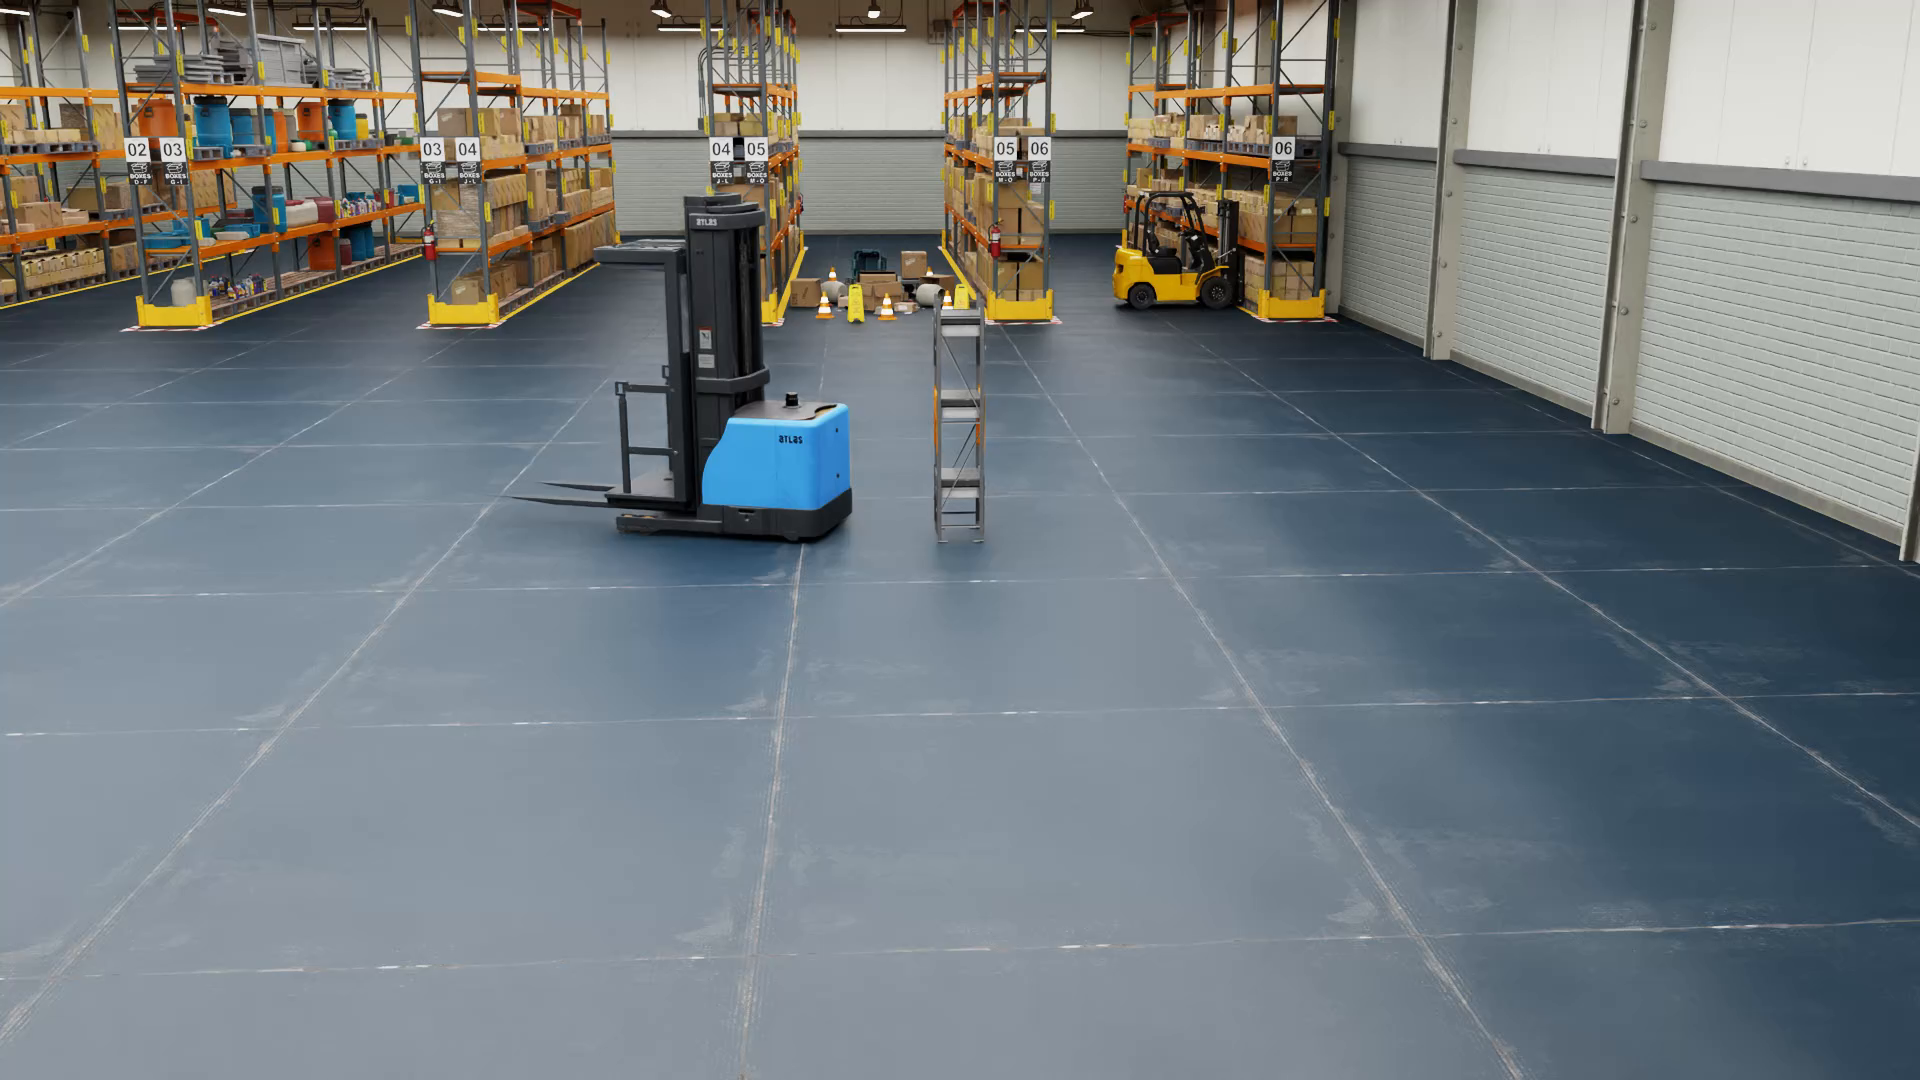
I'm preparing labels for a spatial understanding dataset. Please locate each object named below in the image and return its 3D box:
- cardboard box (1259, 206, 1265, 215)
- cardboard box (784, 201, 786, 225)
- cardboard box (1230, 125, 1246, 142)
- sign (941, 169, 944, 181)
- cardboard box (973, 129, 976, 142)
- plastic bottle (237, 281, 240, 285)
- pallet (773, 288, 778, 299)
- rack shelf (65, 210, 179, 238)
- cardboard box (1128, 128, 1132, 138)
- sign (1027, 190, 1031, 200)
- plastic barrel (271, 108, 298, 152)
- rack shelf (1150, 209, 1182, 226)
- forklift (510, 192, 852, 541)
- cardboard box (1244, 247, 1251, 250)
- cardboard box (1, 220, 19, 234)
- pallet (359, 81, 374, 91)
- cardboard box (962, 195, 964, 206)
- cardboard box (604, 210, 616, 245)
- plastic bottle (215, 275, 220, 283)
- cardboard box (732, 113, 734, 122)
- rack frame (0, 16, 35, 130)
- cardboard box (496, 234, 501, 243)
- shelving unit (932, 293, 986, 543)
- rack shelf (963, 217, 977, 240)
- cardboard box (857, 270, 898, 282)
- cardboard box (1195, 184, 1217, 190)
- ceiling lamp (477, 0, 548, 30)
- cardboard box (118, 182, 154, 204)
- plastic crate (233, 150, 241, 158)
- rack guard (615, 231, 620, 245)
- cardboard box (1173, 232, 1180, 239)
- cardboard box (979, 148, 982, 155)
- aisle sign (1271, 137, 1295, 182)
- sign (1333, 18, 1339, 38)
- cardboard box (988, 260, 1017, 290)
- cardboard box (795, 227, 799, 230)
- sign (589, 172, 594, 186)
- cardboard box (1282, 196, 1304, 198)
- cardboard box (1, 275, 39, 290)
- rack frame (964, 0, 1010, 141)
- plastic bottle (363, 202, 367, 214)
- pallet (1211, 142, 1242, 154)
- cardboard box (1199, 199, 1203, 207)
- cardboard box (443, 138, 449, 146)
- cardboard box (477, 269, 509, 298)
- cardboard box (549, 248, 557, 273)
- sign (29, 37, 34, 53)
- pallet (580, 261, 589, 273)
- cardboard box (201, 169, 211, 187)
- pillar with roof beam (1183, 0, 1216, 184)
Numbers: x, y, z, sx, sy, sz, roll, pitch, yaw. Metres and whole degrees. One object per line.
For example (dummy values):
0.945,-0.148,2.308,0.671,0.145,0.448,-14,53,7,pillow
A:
5.696,-6.043,30.492,0.380,0.149,0.250,-1,14,-3,cardboard box
-3.949,-6.911,35.166,0.500,0.500,0.500,-1,14,-3,cardboard box
5.603,-7.981,32.642,0.500,0.311,0.500,-1,14,-2,cardboard box
-0.457,-9.888,45.041,0.100,0.325,0.005,-1,14,-3,sign
0.642,-8.713,36.150,0.700,0.500,0.500,-1,14,-3,cardboard box
-13.734,-4.795,31.711,0.061,0.283,0.133,-1,14,-3,plastic bottle
-4.124,-4.811,32.800,1.003,0.211,1.213,-1,14,-3,pallet
-19.309,-7.292,38.291,1.077,0.370,4.000,-1,14,-3,rack shelf
4.806,-10.924,44.650,0.500,0.250,0.500,-1,14,-4,cardboard box
1.382,-6.883,33.519,0.100,0.325,0.005,-1,14,-3,sign
-14.407,-8.706,35.318,0.600,0.901,0.600,0,14,0,plastic barrel
5.423,-7.674,39.777,1.077,0.370,4.000,-1,14,-3,rack shelf
-2.561,-1.587,14.811,3.031,2.935,1.130,4,15,14,forklift
6.019,-5.767,33.590,0.500,0.250,0.500,-1,14,-2,cardboard box
-19.011,-6.197,32.893,0.500,0.250,0.500,0,14,0,cardboard box
-14.407,-10.628,38.956,1.003,0.211,1.213,-1,14,-3,pallet
0.310,-7.734,37.862,0.500,0.250,0.500,-1,14,-4,cardboard box
-9.674,-8.301,44.190,0.875,0.875,0.875,-1,14,-3,cardboard box
-14.357,-4.947,32.165,0.144,0.351,0.185,0,14,-2,plastic bottle
-4.235,-7.530,29.613,0.380,0.149,0.250,-1,14,-3,cardboard box
-24.625,-11.960,42.952,1.000,3.000,0.127,-1,14,-3,rack frame
-8.623,-5.507,30.415,0.380,0.149,0.250,-1,14,-3,cardboard box
-0.010,-1.058,14.425,0.431,2.100,0.503,-1,14,-3,shelving unit
0.717,-6.602,35.610,1.077,0.370,4.000,-1,14,-3,rack shelf
-1.613,-4.945,32.464,0.797,0.637,0.503,-1,14,-3,cardboard box
5.671,-7.908,38.197,0.500,0.500,0.500,0,14,-1,cardboard box
-12.389,-15.647,45.565,2.000,3.185,0.800,-1,14,-3,ceiling lamp
-19.627,-8.268,39.598,0.700,0.500,0.500,-6,16,-22,cardboard box
-13.490,-7.156,30.827,0.243,0.136,0.396,-1,14,-3,plastic crate
-9.795,-8.080,44.926,1.175,0.500,0.348,-1,14,-3,rack guard
5.257,-7.213,39.413,0.380,0.149,0.250,-1,14,-4,cardboard box
0.574,-7.637,32.672,0.380,0.149,0.250,-1,14,-3,cardboard box
5.754,-6.774,29.617,0.394,0.787,0.004,-1,14,-3,aisle sign
6.597,-8.977,29.165,0.100,0.325,0.005,-1,14,-3,sign
0.779,-4.888,30.676,0.500,0.500,0.500,-1,14,-3,cardboard box
-4.450,-8.193,44.034,0.380,0.149,0.250,-1,14,-5,cardboard box
-9.004,-8.823,40.632,0.100,0.325,0.005,-1,14,-3,sign
6.222,-6.322,30.978,0.380,0.149,0.250,-1,14,-3,cardboard box
-18.715,-5.124,33.096,0.500,0.250,0.500,-1,14,-5,cardboard box
0.593,-10.353,36.706,1.000,3.000,0.127,-1,14,-3,rack frame
-14.088,-7.844,39.241,0.152,0.276,0.135,-1,14,-3,plastic bottle
5.727,-8.110,34.390,0.805,0.209,1.217,-1,15,-6,pallet
5.432,-7.199,35.784,0.500,0.250,0.500,-1,14,-3,cardboard box
-9.131,-6.943,28.971,0.380,0.149,0.250,-1,14,-3,cardboard box
-8.905,-4.897,31.714,0.500,0.500,0.500,-2,15,-8,cardboard box
-9.236,-6.131,36.469,0.700,0.500,0.500,-2,15,-6,cardboard box
-19.726,-10.528,35.352,0.100,0.325,0.005,-1,14,-3,sign
-9.344,-6.444,39.149,1.003,0.211,1.213,-1,14,-3,pallet
-19.278,-9.176,41.964,0.500,0.500,0.500,0,14,-2,cardboard box
1.859,-11.546,41.342,9.100,9.000,0.548,-1,14,-3,pillar with roof beam
